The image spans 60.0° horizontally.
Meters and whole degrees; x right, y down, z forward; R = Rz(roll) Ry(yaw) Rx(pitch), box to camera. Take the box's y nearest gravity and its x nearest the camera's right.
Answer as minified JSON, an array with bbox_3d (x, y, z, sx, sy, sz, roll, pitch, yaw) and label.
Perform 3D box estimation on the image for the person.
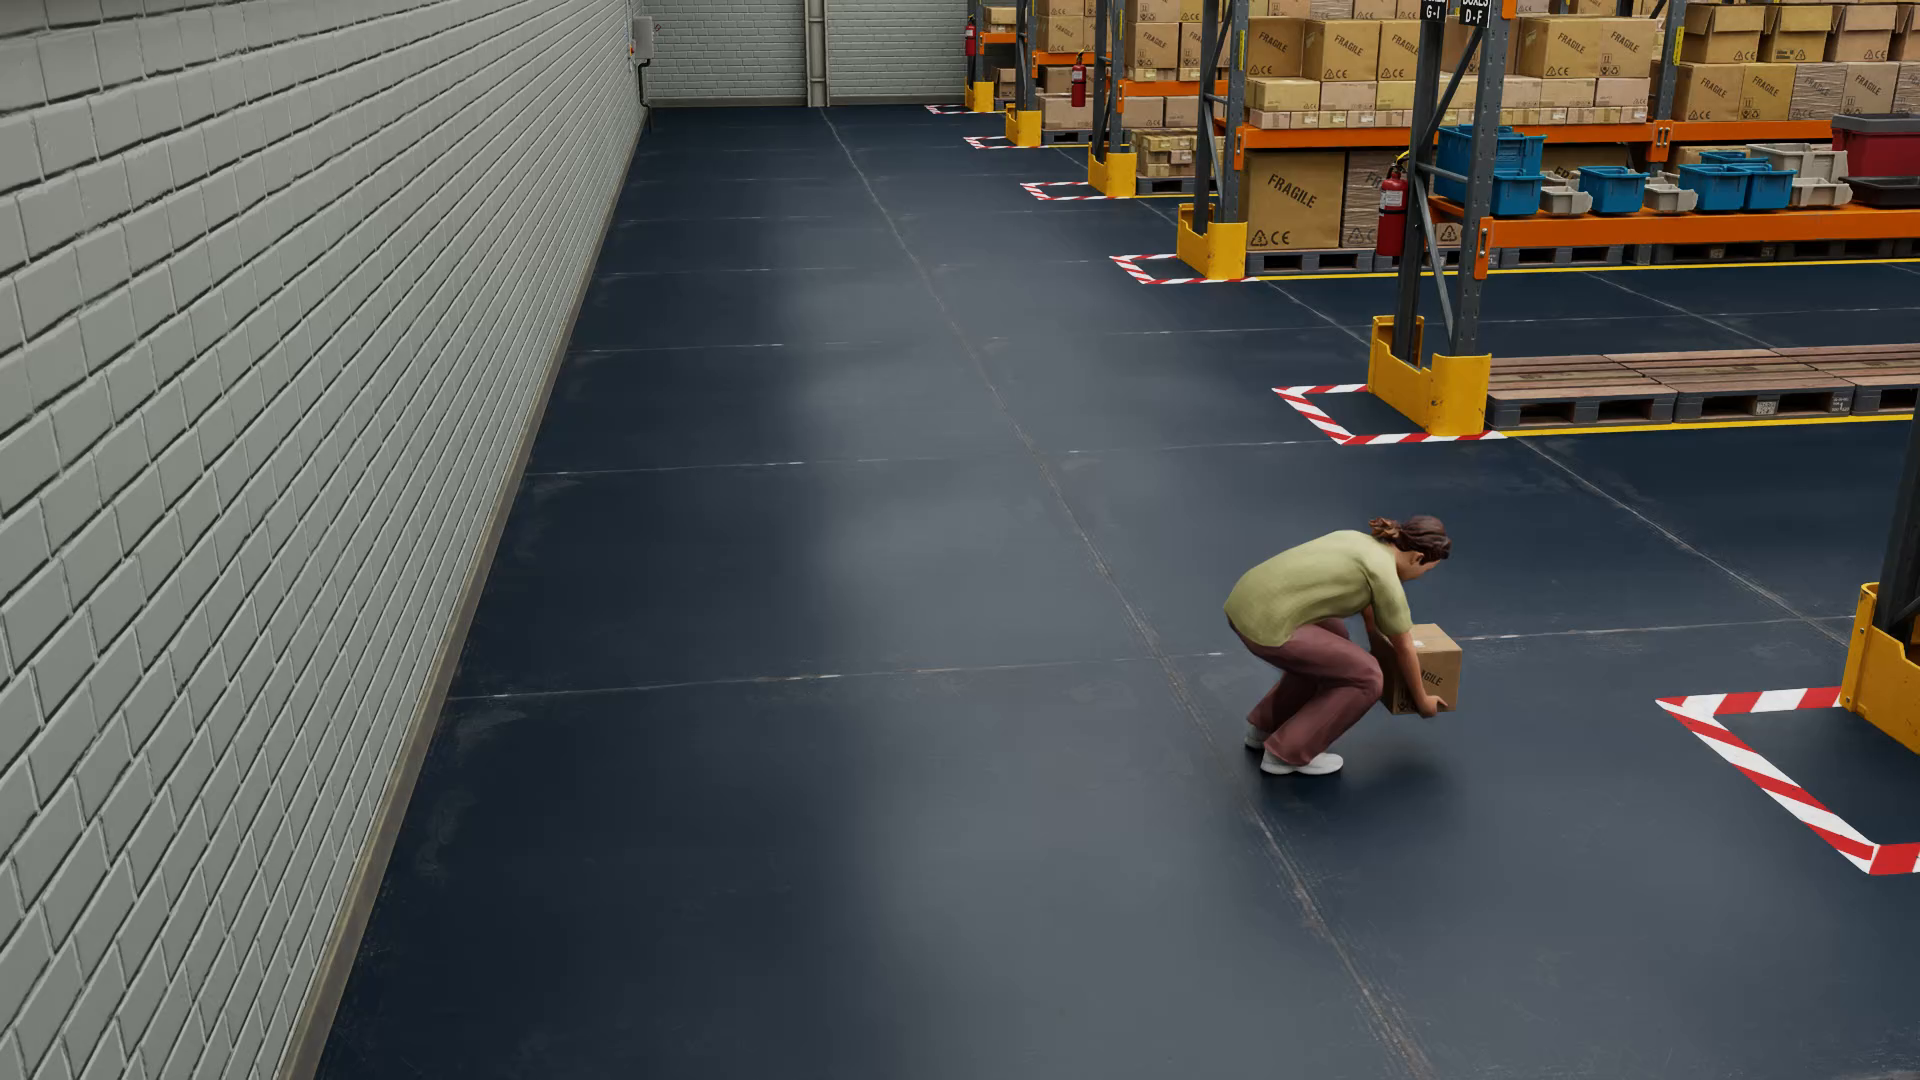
[{"bbox_3d":[1.389,0.376,6.151,0.838,0.921,0.469,-3,20,-9],"label":"person"}]
